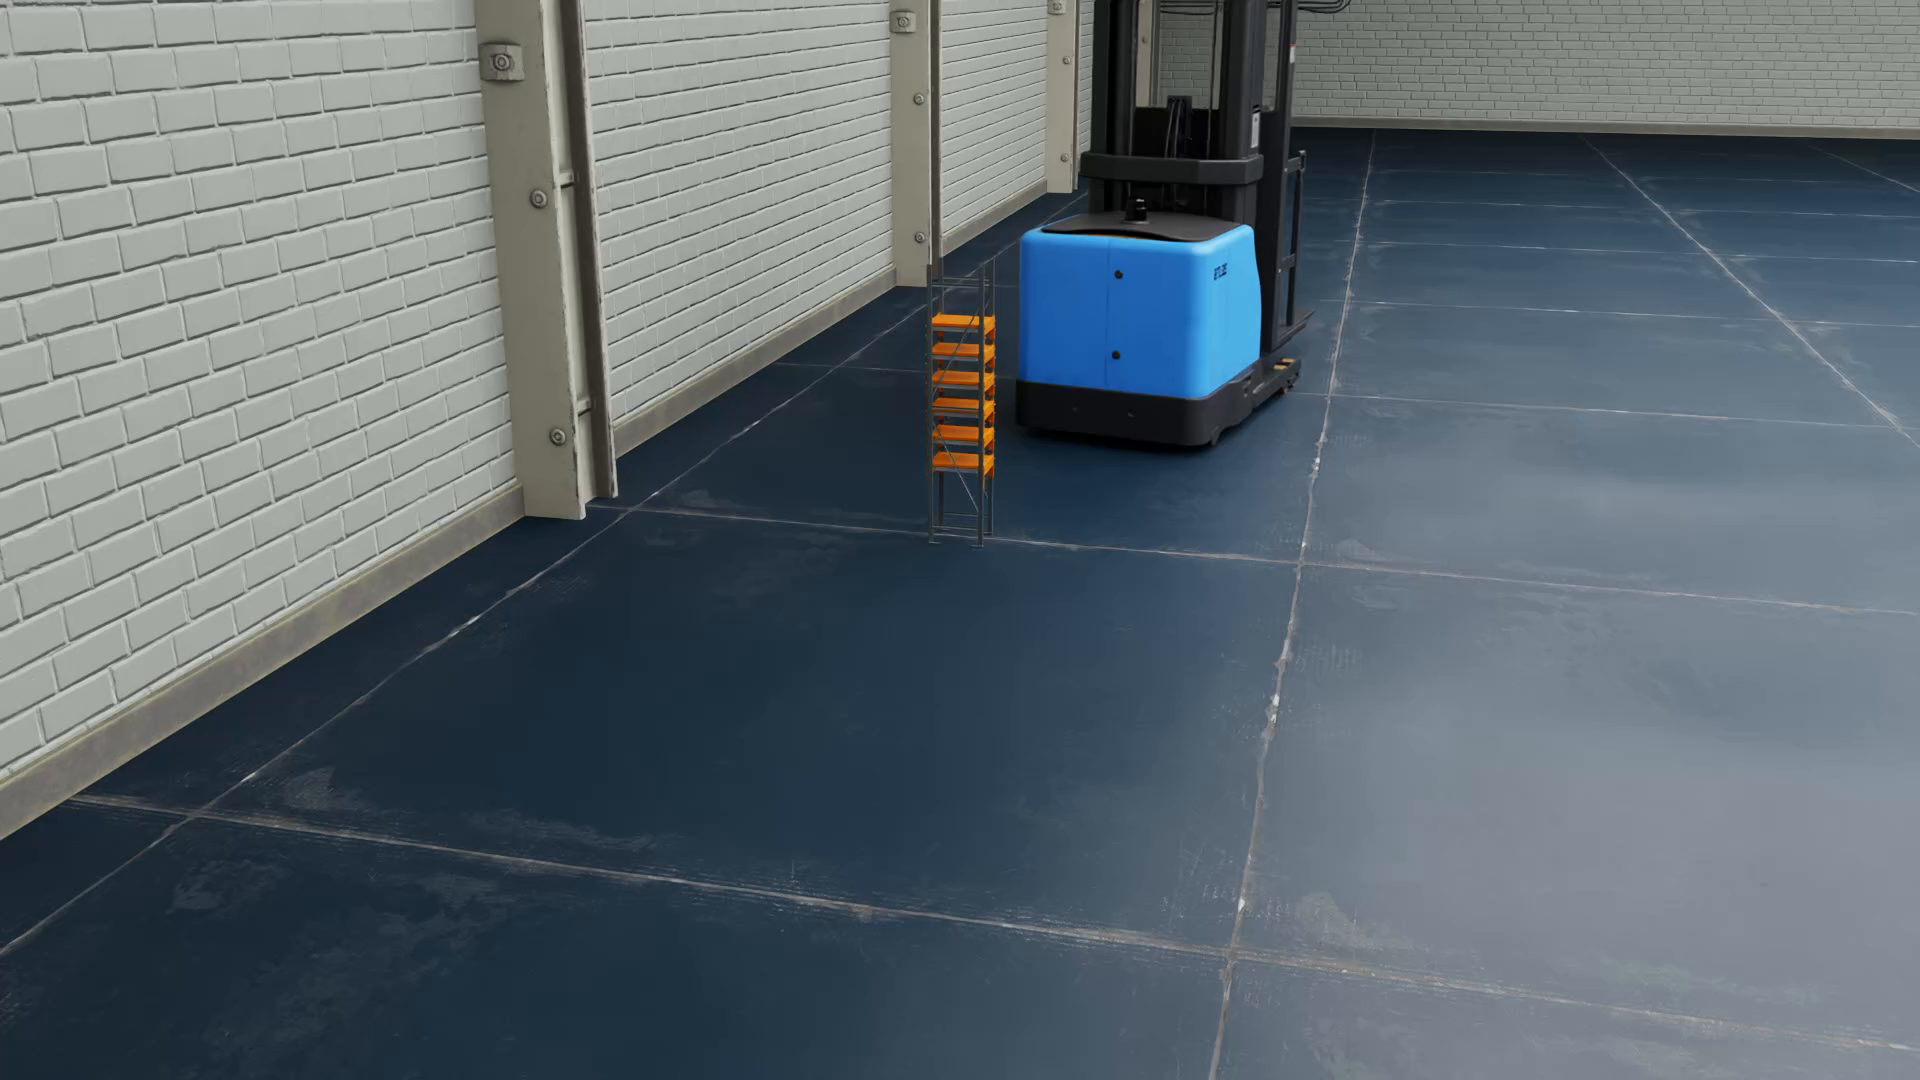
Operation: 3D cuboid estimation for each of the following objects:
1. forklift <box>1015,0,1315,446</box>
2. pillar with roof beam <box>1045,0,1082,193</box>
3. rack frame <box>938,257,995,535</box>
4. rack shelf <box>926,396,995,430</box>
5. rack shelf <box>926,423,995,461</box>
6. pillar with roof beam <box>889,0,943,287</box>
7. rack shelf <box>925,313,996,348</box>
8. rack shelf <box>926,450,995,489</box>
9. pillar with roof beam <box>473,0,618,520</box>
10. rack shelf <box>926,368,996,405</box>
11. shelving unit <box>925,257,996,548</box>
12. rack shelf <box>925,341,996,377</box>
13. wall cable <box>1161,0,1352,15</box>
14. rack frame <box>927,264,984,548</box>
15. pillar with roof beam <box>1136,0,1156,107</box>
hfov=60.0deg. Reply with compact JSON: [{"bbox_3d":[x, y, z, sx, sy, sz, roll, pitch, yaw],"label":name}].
[{"bbox_3d":[1.377,-2.295,9.371,1.130,2.935,3.031,9,21,24],"label":"forklift"},{"bbox_3d":[5.305,-7.844,16.229,9.100,9.000,0.400,5,19,13],"label":"pillar with roof beam"},{"bbox_3d":[0.026,-0.601,7.091,0.240,1.200,0.006,5,19,13],"label":"rack frame"},{"bbox_3d":[0.004,-0.530,7.021,0.258,0.103,0.180,5,19,13],"label":"rack shelf"},{"bbox_3d":[0.004,-0.417,7.060,0.258,0.103,0.180,5,19,13],"label":"rack shelf"},{"bbox_3d":[3.839,-5.963,10.723,9.100,9.000,0.400,5,19,13],"label":"pillar with roof beam"},{"bbox_3d":[0.004,-0.871,6.905,0.258,0.103,0.180,5,19,13],"label":"rack shelf"},{"bbox_3d":[0.004,-0.303,7.099,0.258,0.103,0.180,5,19,13],"label":"rack shelf"},{"bbox_3d":[2.373,-4.082,5.218,9.100,9.000,0.400,5,19,13],"label":"pillar with roof beam"},{"bbox_3d":[0.004,-0.644,6.982,0.258,0.103,0.180,5,19,13],"label":"rack shelf"},{"bbox_3d":[0.004,-0.572,7.007,0.258,1.200,0.189,5,19,13],"label":"shelving unit"},{"bbox_3d":[0.004,-0.757,6.944,0.258,0.103,0.180,5,19,13],"label":"rack shelf"},{"bbox_3d":[4.599,-9.414,25.630,3.097,2.526,0.112,5,19,13],"label":"wall cable"},{"bbox_3d":[-0.019,-0.544,6.923,0.240,1.200,0.006,5,19,13],"label":"rack frame"},{"bbox_3d":[6.771,-9.724,21.735,9.100,9.000,0.400,5,19,13],"label":"pillar with roof beam"}]
